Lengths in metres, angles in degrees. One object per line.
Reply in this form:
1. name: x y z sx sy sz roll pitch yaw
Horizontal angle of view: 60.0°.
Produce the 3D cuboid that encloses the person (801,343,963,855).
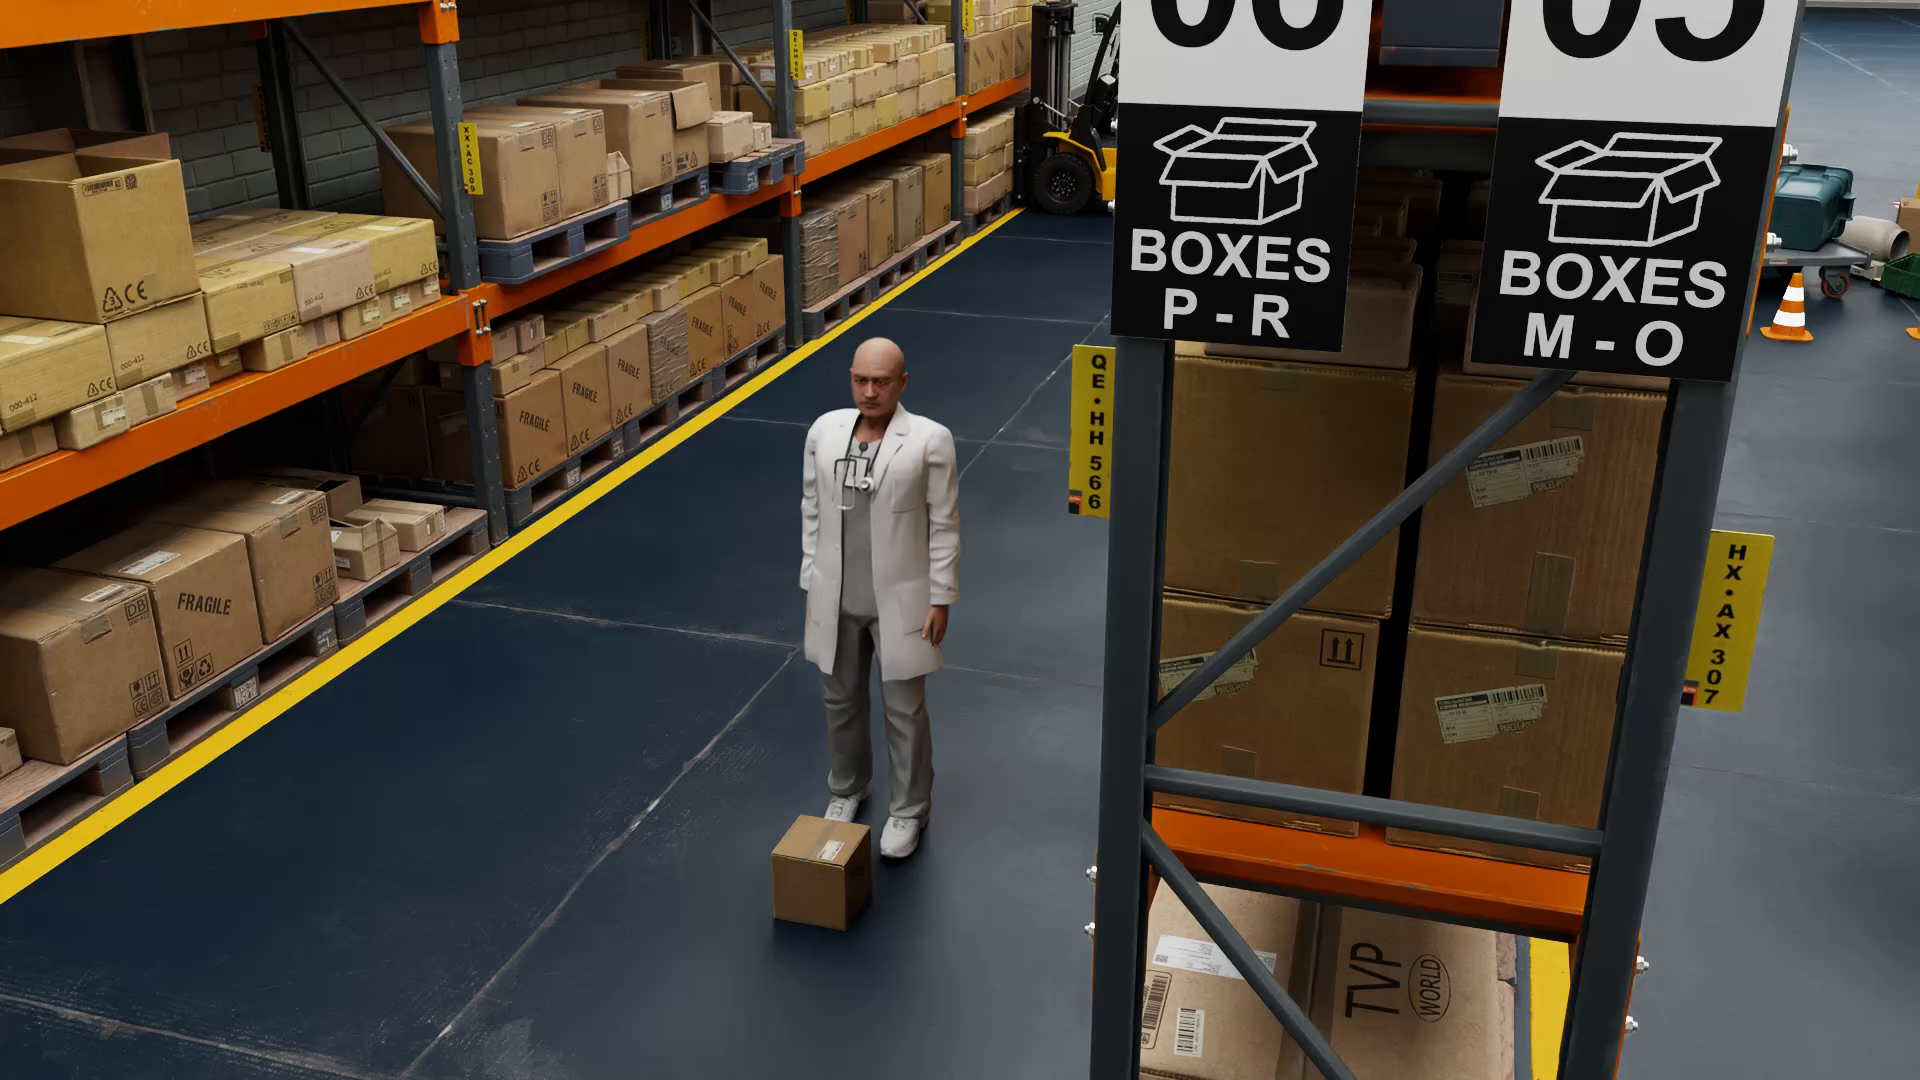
1. person: -0.271 0.297 5.638 0.563 1.588 0.381 7 23 17
